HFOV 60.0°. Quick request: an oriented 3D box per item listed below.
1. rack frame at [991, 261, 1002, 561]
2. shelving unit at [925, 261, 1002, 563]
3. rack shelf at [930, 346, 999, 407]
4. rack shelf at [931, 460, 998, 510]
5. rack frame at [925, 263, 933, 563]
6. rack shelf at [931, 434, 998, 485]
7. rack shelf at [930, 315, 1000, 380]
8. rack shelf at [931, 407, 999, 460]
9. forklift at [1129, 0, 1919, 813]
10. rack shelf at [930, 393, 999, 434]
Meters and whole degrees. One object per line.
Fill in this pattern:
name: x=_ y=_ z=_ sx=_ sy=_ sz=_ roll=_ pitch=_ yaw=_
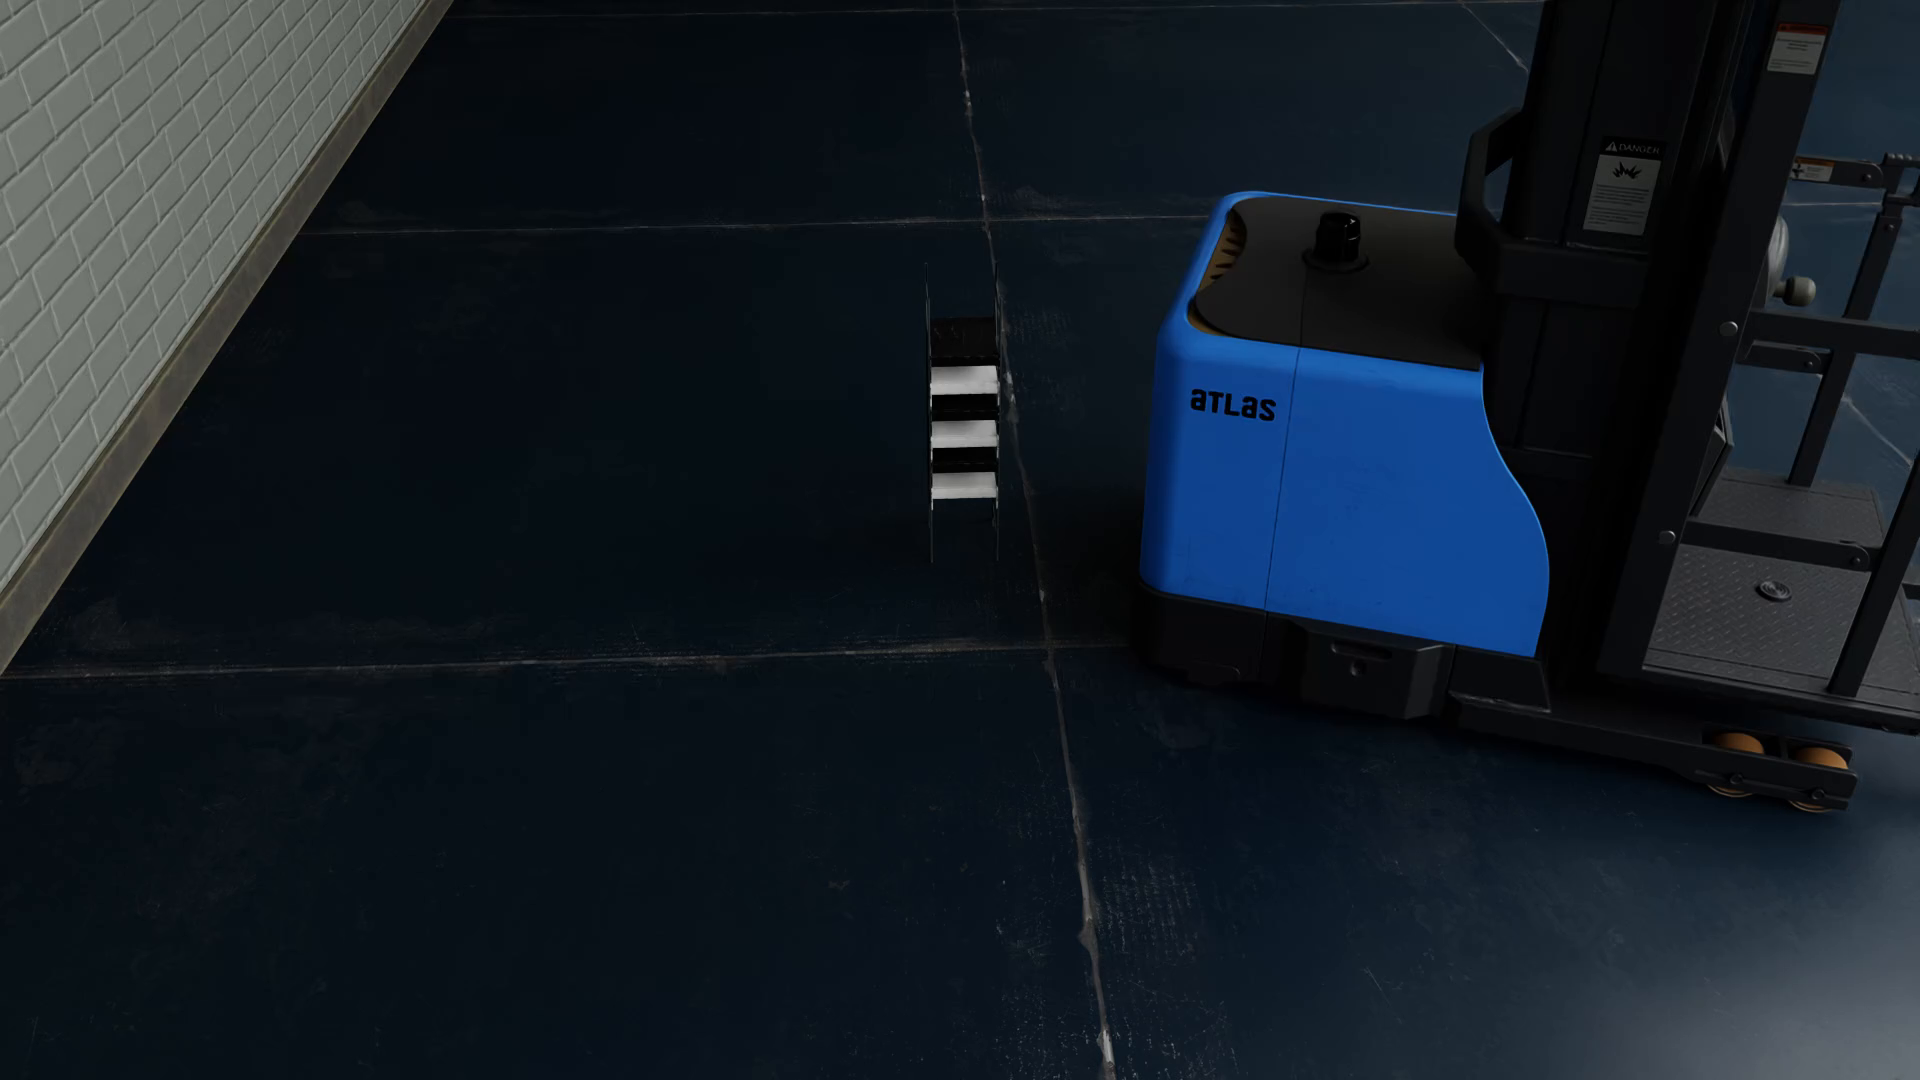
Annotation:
rack frame: x=0.110 y=-0.373 z=4.998 sx=0.006 sy=0.900 sz=0.240 roll=-2 pitch=35 yaw=-2
shelving unit: x=0.008 y=-0.370 z=4.994 sx=0.210 sy=0.900 sz=0.258 roll=-2 pitch=35 yaw=-2
rack shelf: x=0.008 y=-0.491 z=4.911 sx=0.200 sy=0.077 sz=0.258 roll=-2 pitch=35 yaw=-2
rack shelf: x=0.008 y=-0.195 z=5.116 sx=0.200 sy=0.077 sz=0.258 roll=-2 pitch=35 yaw=-2
rack frame: x=-0.093 y=-0.368 z=4.990 sx=0.006 sy=0.900 sz=0.240 roll=-2 pitch=35 yaw=-2
rack shelf: x=0.008 y=-0.269 z=5.064 sx=0.200 sy=0.077 sz=0.258 roll=-2 pitch=35 yaw=-2
rack shelf: x=0.008 y=-0.565 z=4.860 sx=0.200 sy=0.077 sz=0.258 roll=-2 pitch=35 yaw=-2
rack shelf: x=0.008 y=-0.343 z=5.013 sx=0.200 sy=0.077 sz=0.258 roll=-2 pitch=35 yaw=-2
forklift: x=2.054 y=-0.849 z=3.901 sx=3.031 sy=2.935 sz=1.130 roll=10 pitch=36 yaw=14
rack shelf: x=0.008 y=-0.417 z=4.962 sx=0.200 sy=0.077 sz=0.258 roll=-2 pitch=35 yaw=-2
